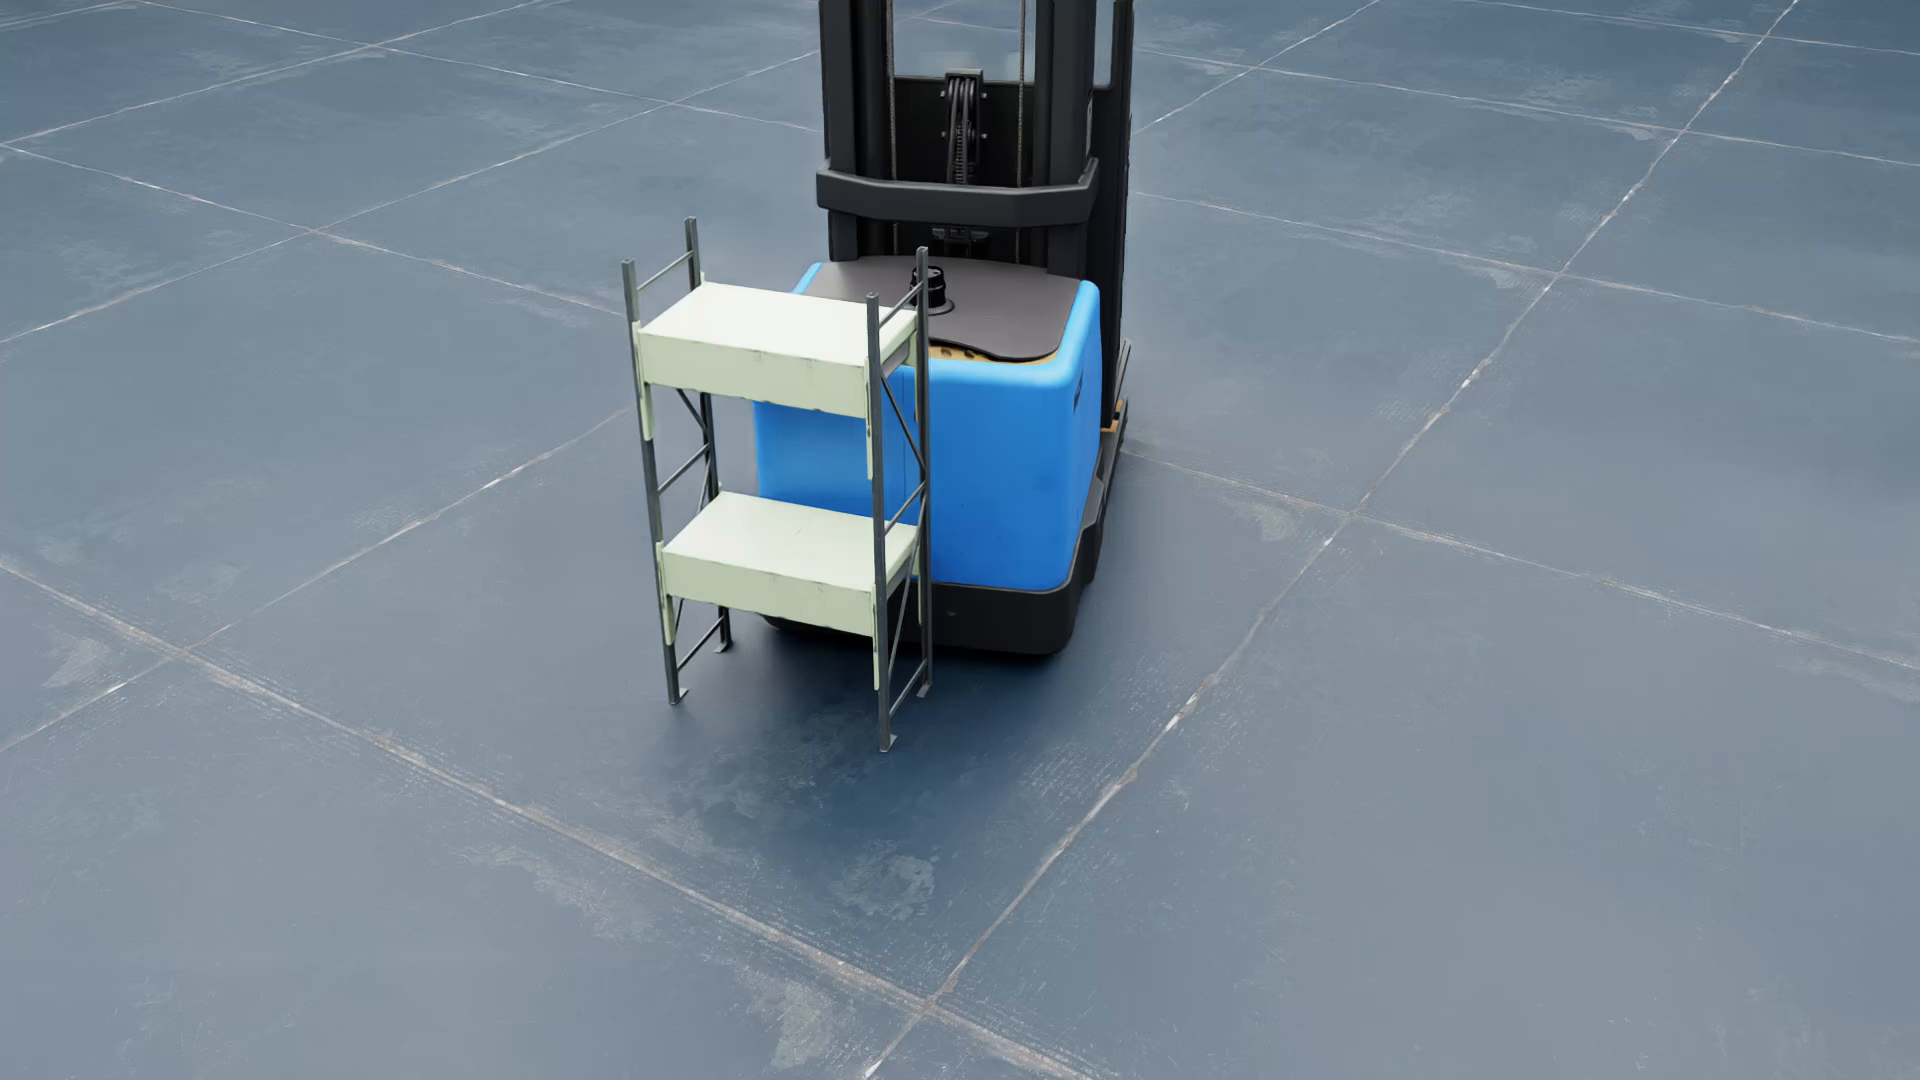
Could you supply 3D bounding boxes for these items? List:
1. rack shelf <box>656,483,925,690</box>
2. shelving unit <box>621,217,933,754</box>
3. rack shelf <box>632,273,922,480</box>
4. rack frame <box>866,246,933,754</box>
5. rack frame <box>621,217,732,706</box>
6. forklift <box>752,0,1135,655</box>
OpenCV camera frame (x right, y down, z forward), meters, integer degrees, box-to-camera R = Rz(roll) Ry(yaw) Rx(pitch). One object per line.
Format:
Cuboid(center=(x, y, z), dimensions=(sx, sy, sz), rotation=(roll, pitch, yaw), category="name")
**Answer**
Cuboid(center=(-0.512, 0.134, 5.179), dimensions=(0.720, 0.370, 0.431), rotation=(10, 32, 17), category="rack shelf")
Cuboid(center=(-0.512, -0.148, 5.015), dimensions=(0.755, 1.500, 0.431), rotation=(10, 32, 17), category="shelving unit")
Cuboid(center=(-0.513, -0.485, 4.818), dimensions=(0.720, 0.370, 0.431), rotation=(10, 32, 17), category="rack shelf")
Cuboid(center=(-0.169, -0.085, 4.907), dimensions=(0.023, 1.500, 0.400), rotation=(10, 32, 17), category="rack frame")
Cuboid(center=(-0.856, -0.211, 5.123), dimensions=(0.023, 1.500, 0.400), rotation=(10, 32, 17), category="rack frame")
Cuboid(center=(0.099, -1.615, 6.110), dimensions=(1.130, 2.935, 3.031), rotation=(5, 31, 9), category="forklift")
